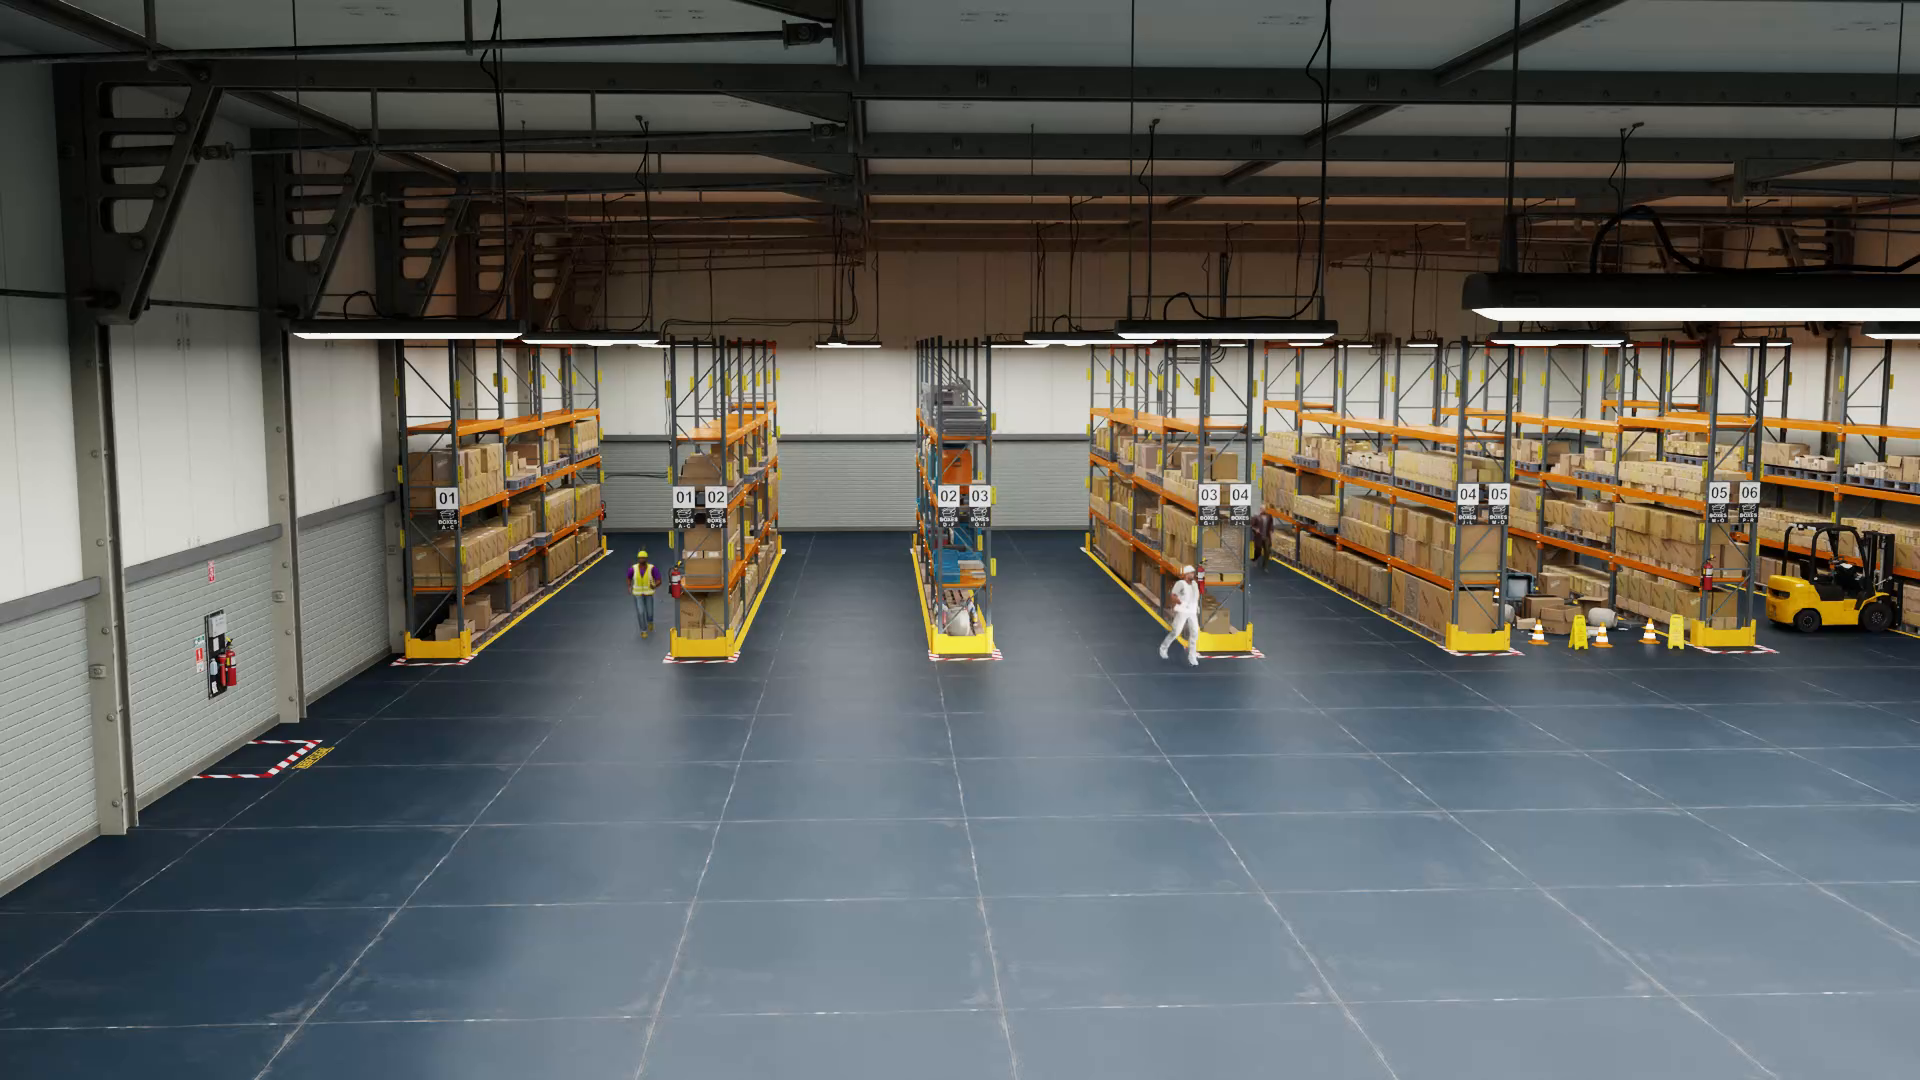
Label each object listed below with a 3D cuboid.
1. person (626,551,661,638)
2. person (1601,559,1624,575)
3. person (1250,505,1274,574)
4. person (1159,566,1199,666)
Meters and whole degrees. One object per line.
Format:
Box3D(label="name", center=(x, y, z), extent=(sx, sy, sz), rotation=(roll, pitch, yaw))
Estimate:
Box3D(label="person", center=(-6.335, 1.079, 33.327), extent=(0.703, 1.735, 0.747), rotation=(-1, 7, -6))
Box3D(label="person", center=(16.428, 0.113, 41.930), extent=(0.579, 1.688, 0.913), rotation=(-2, 7, -15))
Box3D(label="person", center=(7.817, -0.047, 43.094), extent=(0.695, 1.763, 0.991), rotation=(-1, 7, -8))
Box3D(label="person", center=(4.183, 1.364, 30.640), extent=(0.746, 1.789, 0.896), rotation=(-4, 8, -34))
